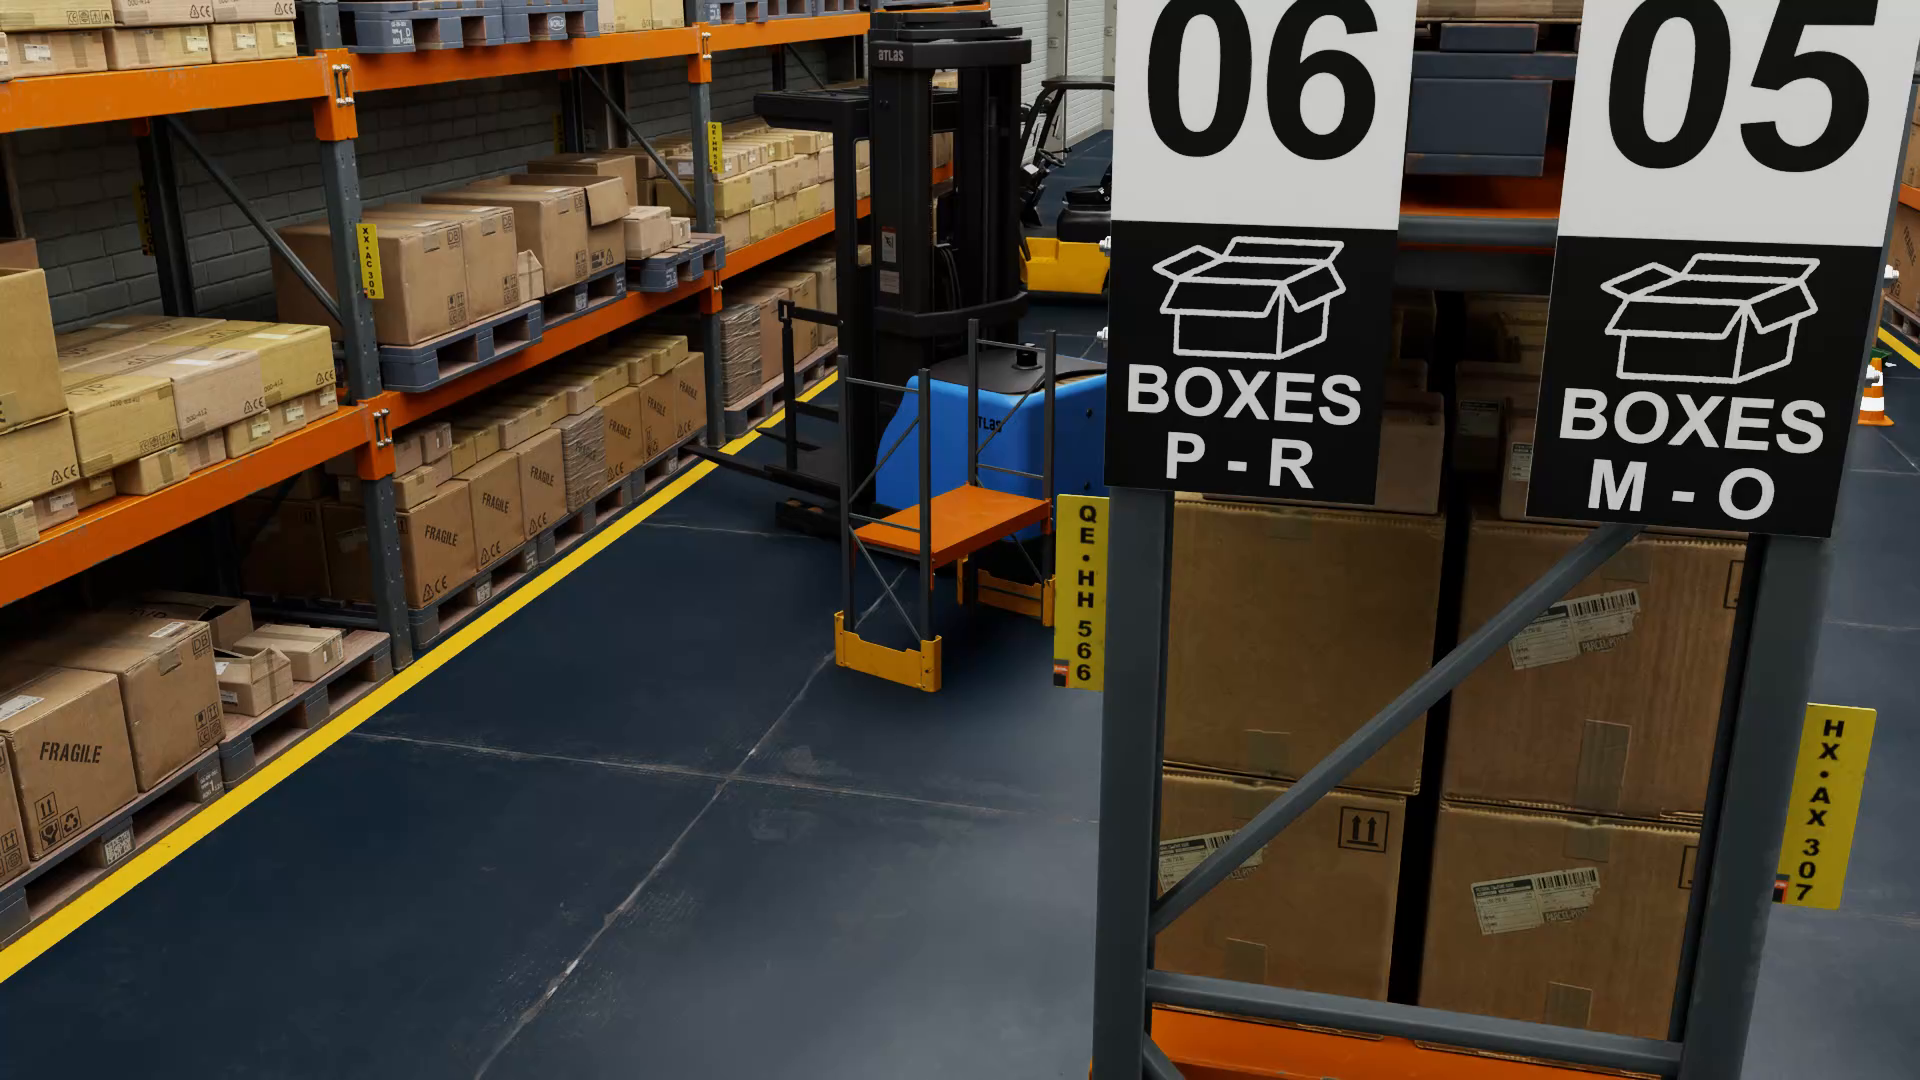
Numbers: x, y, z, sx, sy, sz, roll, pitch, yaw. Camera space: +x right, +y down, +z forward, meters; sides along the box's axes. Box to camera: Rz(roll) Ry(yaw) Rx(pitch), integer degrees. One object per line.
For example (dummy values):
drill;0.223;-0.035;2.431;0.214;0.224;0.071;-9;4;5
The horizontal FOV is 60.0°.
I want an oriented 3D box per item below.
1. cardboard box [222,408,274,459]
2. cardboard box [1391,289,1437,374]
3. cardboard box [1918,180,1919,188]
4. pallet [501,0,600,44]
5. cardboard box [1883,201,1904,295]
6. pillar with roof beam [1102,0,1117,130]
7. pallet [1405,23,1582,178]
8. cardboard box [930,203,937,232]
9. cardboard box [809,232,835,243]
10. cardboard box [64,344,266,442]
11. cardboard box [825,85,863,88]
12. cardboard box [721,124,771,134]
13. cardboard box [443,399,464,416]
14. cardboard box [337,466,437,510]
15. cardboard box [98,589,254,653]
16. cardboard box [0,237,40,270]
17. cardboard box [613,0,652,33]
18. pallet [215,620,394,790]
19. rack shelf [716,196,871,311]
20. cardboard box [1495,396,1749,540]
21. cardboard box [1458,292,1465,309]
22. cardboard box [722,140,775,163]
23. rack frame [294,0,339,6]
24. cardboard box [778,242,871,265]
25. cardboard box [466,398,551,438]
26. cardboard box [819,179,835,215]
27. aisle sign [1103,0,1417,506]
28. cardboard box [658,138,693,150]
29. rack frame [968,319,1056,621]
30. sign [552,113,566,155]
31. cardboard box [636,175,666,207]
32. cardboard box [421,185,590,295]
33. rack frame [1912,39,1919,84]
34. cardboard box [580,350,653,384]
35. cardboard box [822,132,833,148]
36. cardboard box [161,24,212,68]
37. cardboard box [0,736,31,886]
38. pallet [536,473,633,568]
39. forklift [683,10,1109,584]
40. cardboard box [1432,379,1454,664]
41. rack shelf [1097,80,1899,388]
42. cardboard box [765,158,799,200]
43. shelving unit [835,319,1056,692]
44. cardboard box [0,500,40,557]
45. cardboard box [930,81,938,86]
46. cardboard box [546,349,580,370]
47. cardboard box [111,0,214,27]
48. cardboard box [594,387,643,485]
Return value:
cardboard box;-3.030;-0.445;6.739;0.380;0.149;0.250;5;20;15
cardboard box;0.871;-0.483;3.755;0.380;0.149;0.250;4;19;13
cardboard box;8.949;-3.304;14.487;0.875;0.550;0.500;5;19;13
pallet;-2.636;-2.705;8.617;1.213;0.211;1.003;5;19;13
cardboard box;9.355;-2.837;15.991;0.875;0.875;0.875;5;19;14
pillar with roof beam;7.346;-12.605;32.671;9.100;9.000;0.400;5;19;13
pallet;0.894;-0.817;2.935;1.003;0.211;1.213;5;19;13
cardboard box;-0.492;-3.172;16.391;0.500;0.250;0.500;5;20;15
cardboard box;-1.227;-2.898;15.589;0.500;0.250;0.500;5;20;14
cardboard box;-3.110;-0.583;6.526;0.500;0.250;0.500;5;19;14
cardboard box;-1.138;-4.299;16.016;0.380;0.149;0.250;4;19;12
cardboard box;-1.759;-3.303;13.559;0.380;0.149;0.250;5;19;13
cardboard box;-3.029;-0.721;9.370;0.380;0.149;0.250;5;19;14
cardboard box;-2.768;-0.265;8.036;0.380;0.149;0.250;6;20;16
cardboard box;-3.504;0.412;7.352;0.500;0.311;0.500;5;20;15
cardboard box;-3.736;-0.829;6.087;0.500;0.500;0.500;4;19;12
cardboard box;-2.149;-3.115;9.759;0.500;0.250;0.500;5;19;14
pallet;-3.283;0.684;7.358;1.003;0.211;1.213;5;19;13
rack shelf;-1.648;-2.391;13.159;1.077;0.370;4.000;5;19;13
cardboard box;1.078;-0.123;2.701;0.380;0.149;0.250;5;20;15
cardboard box;1.515;-0.692;4.367;0.380;0.149;0.250;5;19;13
cardboard box;-1.587;-2.866;12.278;0.380;0.149;0.250;5;19;14
rack frame;-3.114;-3.690;6.567;1.000;3.000;0.127;5;19;13
cardboard box;-1.276;-2.269;14.713;0.875;0.625;0.625;6;20;16
cardboard box;-2.510;-0.679;9.249;0.380;0.149;0.250;5;20;15
cardboard box;-1.297;-2.797;13.468;0.500;0.250;0.500;5;19;14
aisle sign;0.405;-0.438;2.308;0.394;0.787;0.004;5;19;13
cardboard box;-2.044;-2.902;12.385;0.380;0.149;0.250;5;19;13
rack frame;0.252;-0.340;8.362;0.500;1.500;0.032;13;23;33
sign;-2.676;-2.695;11.146;0.100;0.325;0.005;5;19;13
cardboard box;-2.296;-2.433;11.627;0.500;0.250;0.500;5;20;15
cardboard box;-2.461;-1.639;9.041;0.700;0.500;0.500;5;19;13
rack frame;0.723;-2.045;1.753;1.000;3.000;0.127;5;19;13
cardboard box;-2.155;-1.085;10.438;0.380;0.149;0.250;4;19;12
cardboard box;-1.244;-3.263;13.441;0.380;0.149;0.250;4;19;12
cardboard box;-3.052;-1.855;6.226;0.380;0.149;0.250;5;20;15
cardboard box;-3.603;0.938;5.517;0.700;0.500;0.500;5;20;16
pallet;-2.656;-0.172;9.866;1.003;0.211;1.213;5;19;13
forklift;-0.458;-1.524;9.615;3.031;2.935;1.130;17;25;40
cardboard box;1.236;-0.017;3.395;0.500;0.500;0.500;4;19;12
rack shelf;1.212;-0.912;4.189;1.077;0.370;4.000;5;19;13
cardboard box;-1.522;-2.709;12.437;0.500;0.250;0.500;4;19;12
shelving unit;-0.049;-0.204;7.964;0.587;1.500;1.083;13;23;33
cardboard box;-3.337;-0.043;5.562;0.380;0.149;0.250;5;20;15
cardboard box;-0.434;-4.497;16.593;0.380;0.149;0.250;5;19;14
cardboard box;-2.640;-1.123;10.548;0.380;0.149;0.250;5;19;14
cardboard box;-3.106;-2.005;6.048;0.500;0.250;0.500;4;19;12
cardboard box;-2.289;-0.650;10.168;0.500;0.500;0.500;6;20;16
